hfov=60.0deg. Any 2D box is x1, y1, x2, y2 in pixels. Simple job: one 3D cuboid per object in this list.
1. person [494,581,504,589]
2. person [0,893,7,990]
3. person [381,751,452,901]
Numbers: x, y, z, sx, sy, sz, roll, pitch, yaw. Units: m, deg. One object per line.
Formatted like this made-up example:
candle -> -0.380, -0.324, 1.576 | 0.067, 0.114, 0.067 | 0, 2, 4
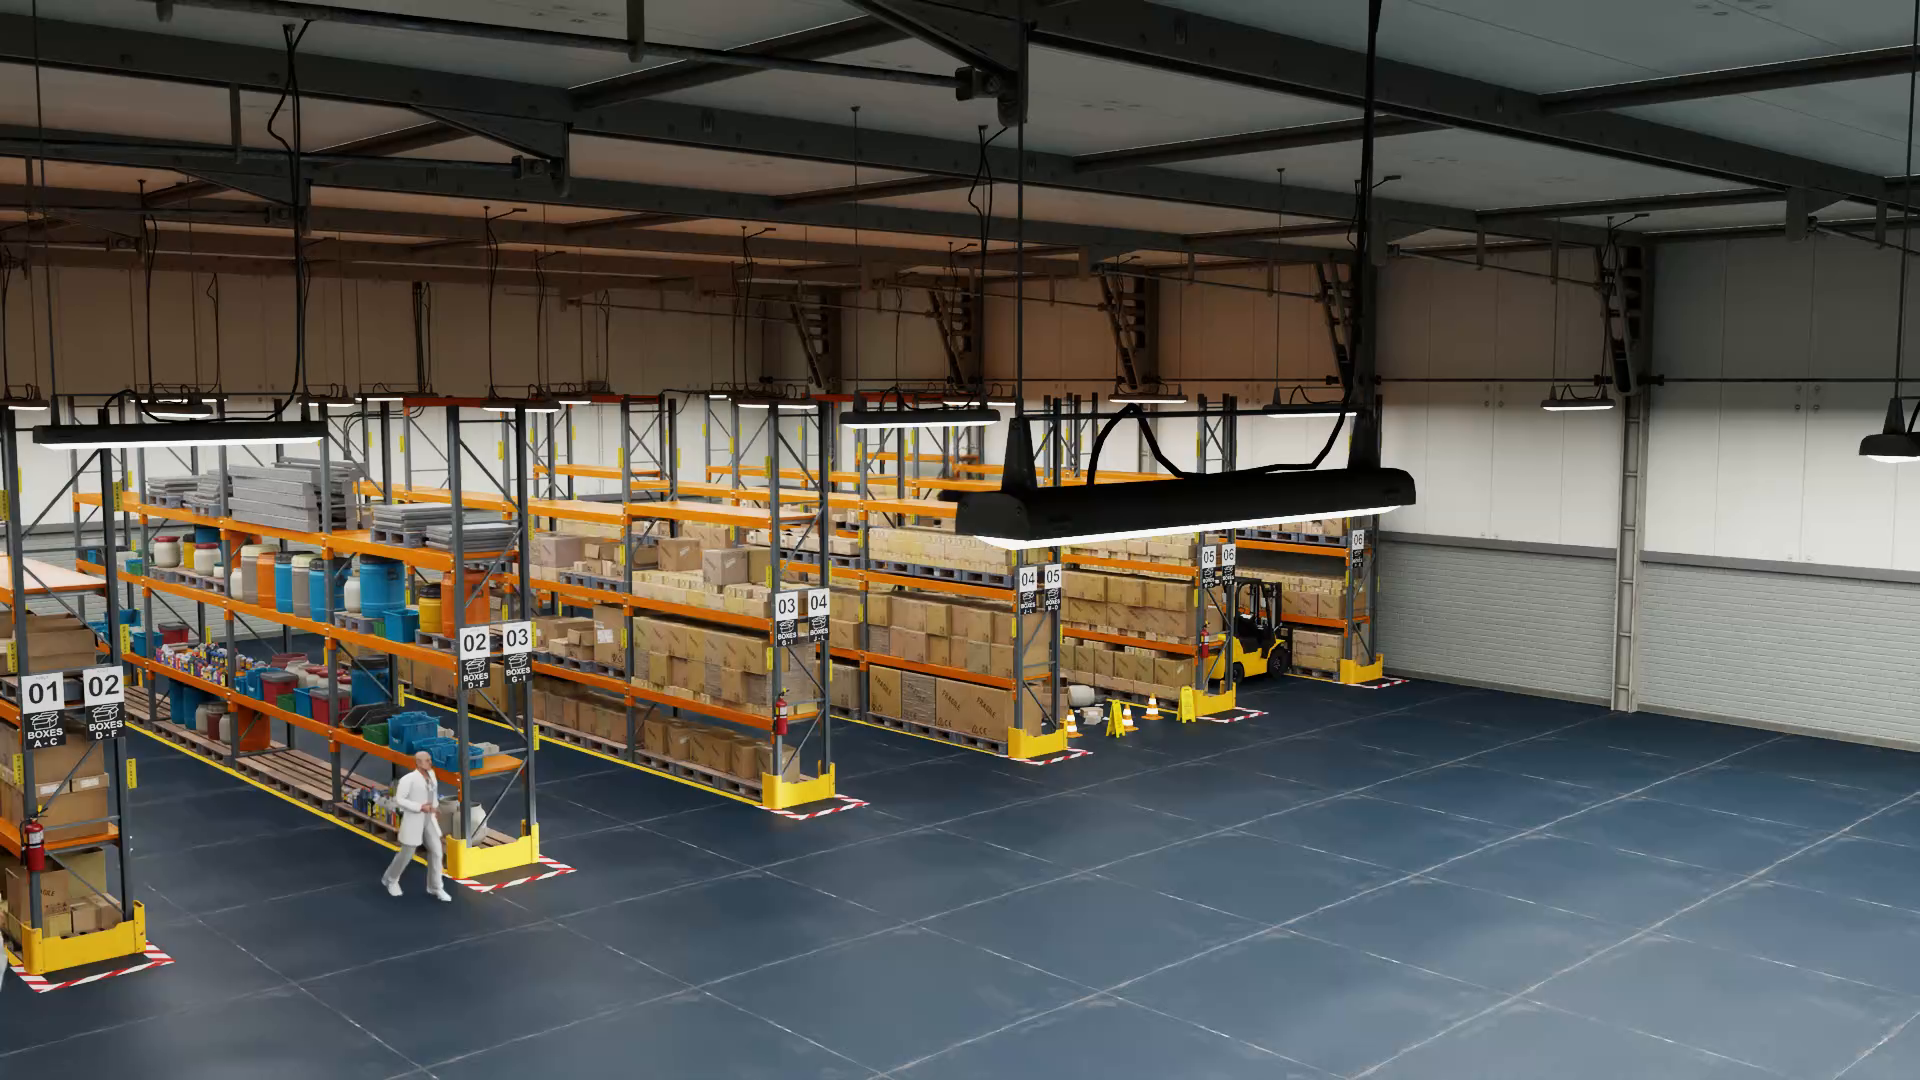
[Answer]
person -> -10.943, 1.707, 39.108 | 0.744, 1.695, 0.574 | 1, 6, 6
person -> -9.807, 3.909, 16.616 | 0.750, 1.688, 0.651 | 3, 6, 25
person -> -6.607, 3.535, 20.371 | 0.921, 1.725, 0.760 | 3, 6, 28
